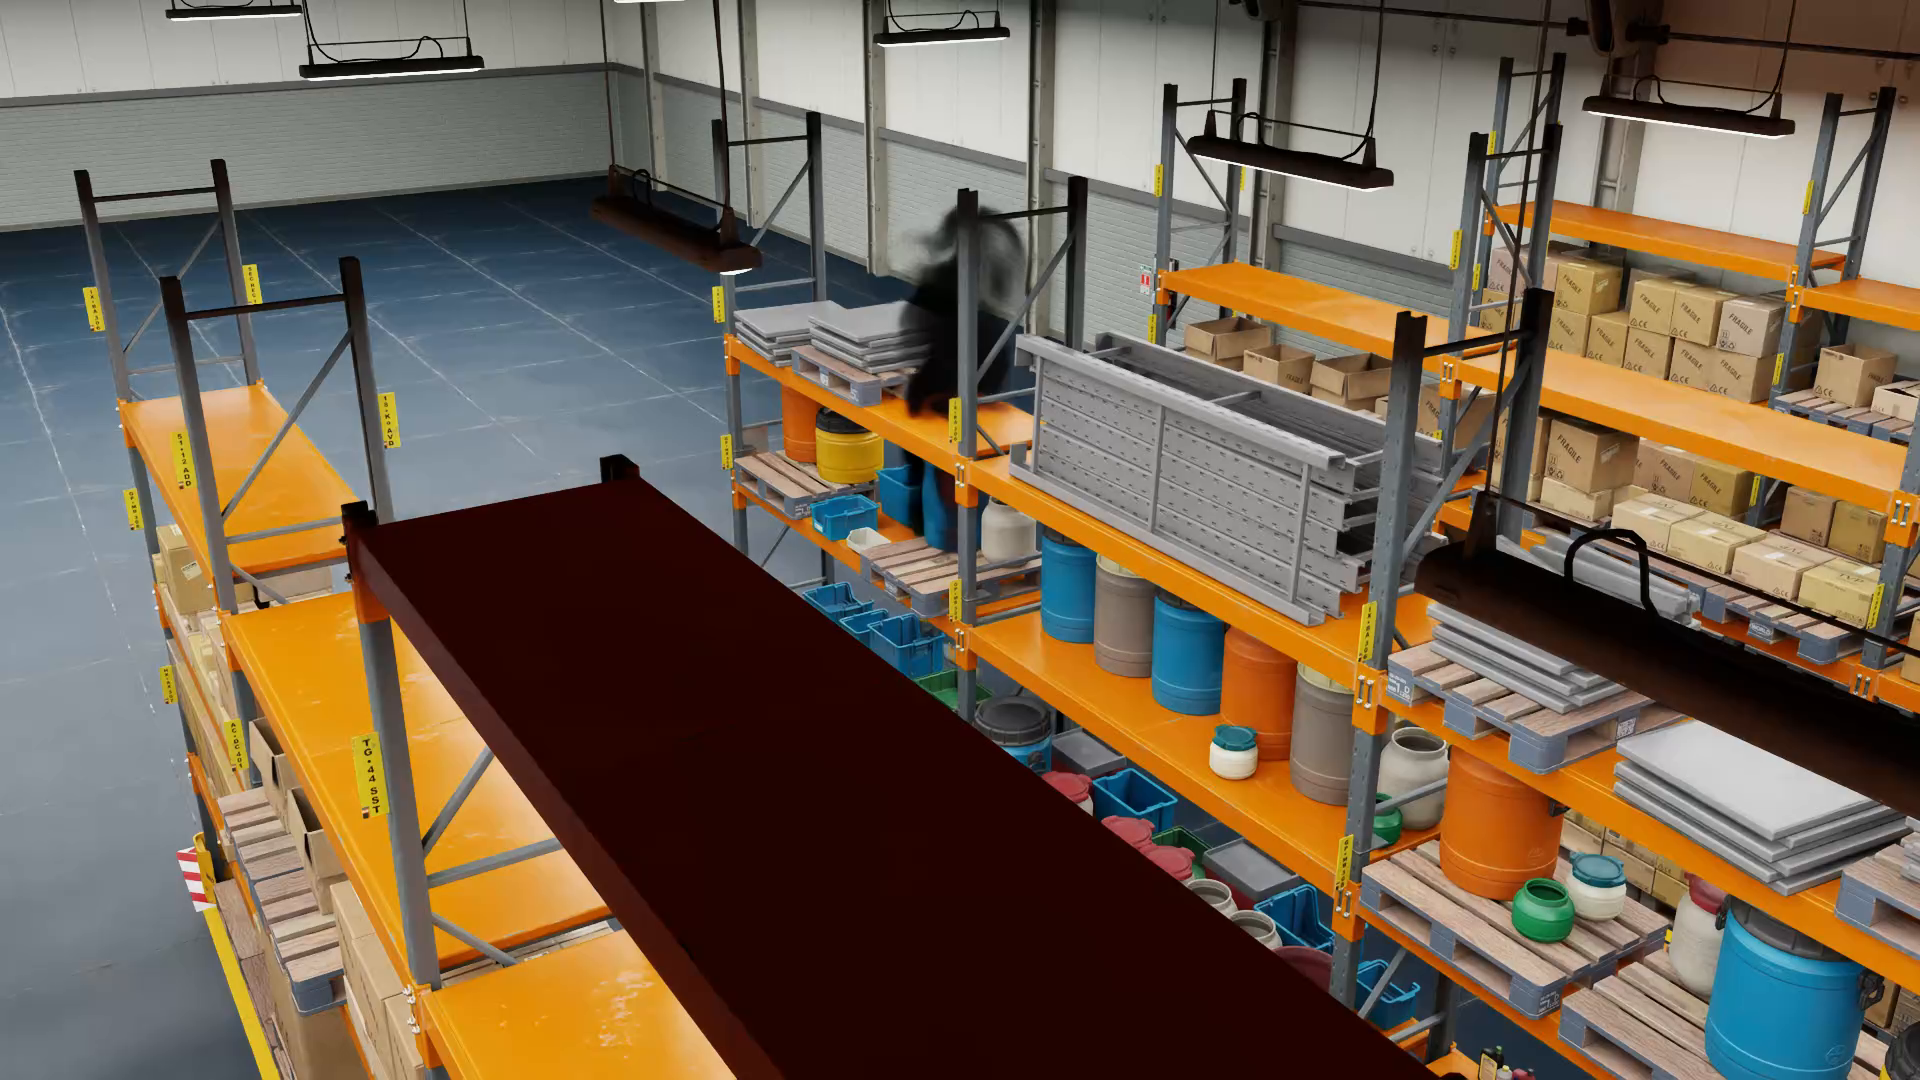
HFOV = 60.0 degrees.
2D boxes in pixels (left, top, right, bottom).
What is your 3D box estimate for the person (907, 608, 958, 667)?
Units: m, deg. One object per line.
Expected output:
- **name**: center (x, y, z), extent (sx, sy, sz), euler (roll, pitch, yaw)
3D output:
- **person**: center (-0.283, 0.790, 17.140), extent (0.825, 1.763, 0.708), euler (13, 25, 29)
